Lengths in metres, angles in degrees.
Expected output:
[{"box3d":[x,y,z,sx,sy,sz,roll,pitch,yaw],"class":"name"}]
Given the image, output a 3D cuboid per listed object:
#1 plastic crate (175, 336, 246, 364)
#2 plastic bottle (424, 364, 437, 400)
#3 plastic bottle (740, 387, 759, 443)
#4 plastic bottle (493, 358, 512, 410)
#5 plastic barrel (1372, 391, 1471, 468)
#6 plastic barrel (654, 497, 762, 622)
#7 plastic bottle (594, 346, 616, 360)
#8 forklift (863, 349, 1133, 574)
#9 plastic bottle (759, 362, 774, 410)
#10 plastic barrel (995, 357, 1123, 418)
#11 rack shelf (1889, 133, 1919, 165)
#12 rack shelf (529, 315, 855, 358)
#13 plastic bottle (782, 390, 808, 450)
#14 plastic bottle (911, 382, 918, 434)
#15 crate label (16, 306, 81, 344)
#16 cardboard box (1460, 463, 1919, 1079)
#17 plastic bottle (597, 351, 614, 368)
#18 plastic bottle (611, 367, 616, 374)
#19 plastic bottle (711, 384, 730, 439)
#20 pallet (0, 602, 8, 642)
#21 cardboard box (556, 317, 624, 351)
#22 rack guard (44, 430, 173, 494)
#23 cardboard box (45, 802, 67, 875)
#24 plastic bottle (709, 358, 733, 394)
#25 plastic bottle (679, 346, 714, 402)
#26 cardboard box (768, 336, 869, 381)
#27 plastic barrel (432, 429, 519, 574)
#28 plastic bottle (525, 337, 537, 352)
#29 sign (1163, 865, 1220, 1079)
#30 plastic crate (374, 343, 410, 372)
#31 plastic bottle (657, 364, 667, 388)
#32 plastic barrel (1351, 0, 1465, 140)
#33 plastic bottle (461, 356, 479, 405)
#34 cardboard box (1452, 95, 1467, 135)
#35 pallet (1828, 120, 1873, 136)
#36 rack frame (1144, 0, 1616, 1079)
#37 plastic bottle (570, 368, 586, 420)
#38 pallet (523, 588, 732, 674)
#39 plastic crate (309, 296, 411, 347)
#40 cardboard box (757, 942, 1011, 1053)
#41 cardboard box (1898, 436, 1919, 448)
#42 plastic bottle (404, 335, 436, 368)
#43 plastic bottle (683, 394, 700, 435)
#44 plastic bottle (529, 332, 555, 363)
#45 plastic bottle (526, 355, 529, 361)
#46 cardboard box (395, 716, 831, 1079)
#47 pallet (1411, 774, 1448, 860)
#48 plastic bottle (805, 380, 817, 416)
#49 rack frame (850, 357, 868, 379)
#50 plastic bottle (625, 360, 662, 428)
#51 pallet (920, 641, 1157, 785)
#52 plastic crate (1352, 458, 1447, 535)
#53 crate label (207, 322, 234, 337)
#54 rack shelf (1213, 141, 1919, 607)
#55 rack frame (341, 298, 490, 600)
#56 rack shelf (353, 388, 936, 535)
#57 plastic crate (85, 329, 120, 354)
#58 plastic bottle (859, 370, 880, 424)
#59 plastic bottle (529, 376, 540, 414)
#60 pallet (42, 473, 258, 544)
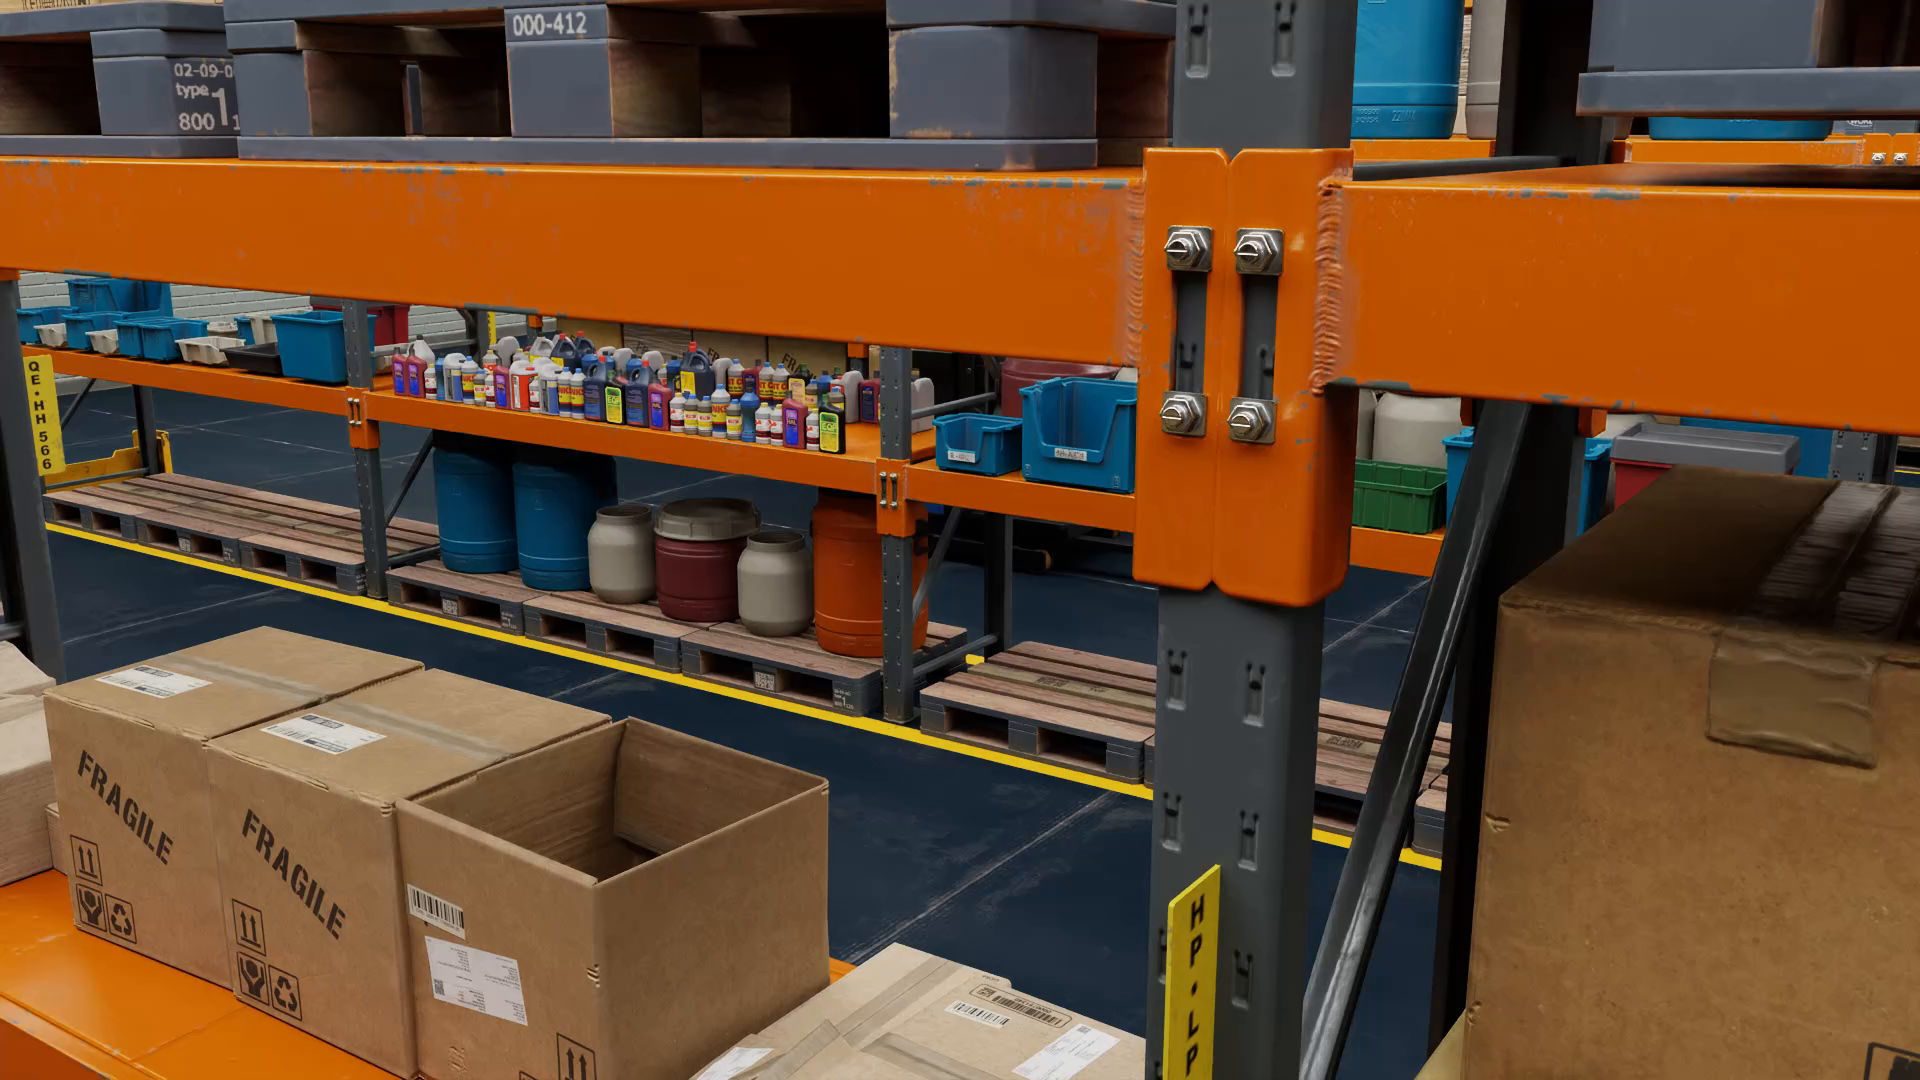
[{"box3d":[-4.982,-1.264,11.109,0.466,0.136,0.293,9,17,33],"class":"plastic crate"},{"box3d":[-3.086,-0.929,9.745,0.097,0.201,0.097,0,14,0],"class":"plastic bottle"},{"box3d":[-1.062,-0.635,8.415,0.097,0.271,0.097,0,14,0],"class":"plastic bottle"},{"box3d":[-2.566,-0.879,9.374,0.133,0.283,0.061,9,17,33],"class":"plastic bottle"},{"box3d":[1.989,-0.452,7.126,0.433,0.535,0.433,0,14,0],"class":"plastic barrel"},{"box3d":[-1.403,0.101,9.319,0.708,0.588,0.600,9,17,33],"class":"plastic barrel"},{"box3d":[-2.140,-1.024,9.974,0.135,0.276,0.152,9,17,33],"class":"plastic bottle"},{"box3d":[0.537,-1.344,11.152,3.031,2.935,1.130,8,16,30],"class":"forklift"},{"box3d":[-1.076,-0.857,9.312,0.097,0.271,0.097,0,14,0],"class":"plastic bottle"},{"box3d":[0.504,-0.717,8.193,0.708,0.536,0.600,9,17,33],"class":"plastic barrel"},{"box3d":[4.929,-0.955,4.692,4.000,0.370,1.077,9,17,33],"class":"rack shelf"},{"box3d":[-2.264,-2.096,15.543,4.000,0.370,1.077,9,17,33],"class":"rack shelf"},{"box3d":[-0.815,-0.596,8.231,0.133,0.283,0.061,9,17,33],"class":"plastic bottle"},{"box3d":[-0.314,-0.684,8.604,0.135,0.276,0.152,9,17,33],"class":"plastic bottle"},{"box3d":[-6.667,-1.574,12.165,0.303,0.233,0.416,9,17,33],"class":"crate label"},{"box3d":[0.873,0.251,1.659,0.500,0.500,0.700,9,17,33],"class":"cardboard box"},{"box3d":[-2.083,-0.976,9.791,0.097,0.271,0.097,0,14,0],"class":"plastic bottle"},{"box3d":[-1.914,-0.815,9.140,0.097,0.271,0.097,0,14,0],"class":"plastic bottle"},{"box3d":[-1.224,-0.662,8.521,0.097,0.271,0.097,0,14,0],"class":"plastic bottle"},{"box3d":[-3.419,0.351,4.563,1.003,0.211,1.213,9,17,33],"class":"pallet"},{"box3d":[-3.348,-1.816,16.463,0.875,0.875,0.875,9,17,33],"class":"cardboard box"},{"box3d":[-6.715,-0.513,12.854,0.348,0.500,1.175,9,17,33],"class":"rack guard"},{"box3d":[-1.728,0.616,3.614,0.250,0.149,0.380,11,17,37],"class":"cardboard box"},{"box3d":[-1.379,-0.901,9.478,0.135,0.276,0.152,9,17,33],"class":"plastic bottle"},{"box3d":[-1.483,-0.911,9.363,0.185,0.351,0.144,9,17,33],"class":"plastic bottle"},{"box3d":[-1.108,-1.453,15.000,0.875,0.875,0.875,9,17,33],"class":"cardboard box"},{"box3d":[-2.927,-0.298,10.277,0.708,0.901,0.600,9,17,33],"class":"plastic barrel"},{"box3d":[-2.644,-1.122,10.356,0.133,0.283,0.061,9,17,33],"class":"plastic bottle"},{"box3d":[0.207,0.457,1.490,0.005,0.325,0.100,9,17,33],"class":"sign"},{"box3d":[-3.676,-1.181,10.775,0.243,0.136,0.396,9,17,33],"class":"plastic crate"},{"box3d":[-1.724,-0.928,9.744,0.097,0.201,0.097,0,14,0],"class":"plastic bottle"},{"box3d":[1.641,-2.016,6.438,0.708,0.901,0.600,9,17,33],"class":"plastic barrel"},{"box3d":[-2.813,-0.918,9.558,0.097,0.271,0.097,0,14,0],"class":"plastic bottle"},{"box3d":[3.388,-2.841,11.126,0.500,0.250,0.500,10,17,34],"class":"cardboard box"},{"box3d":[5.581,-2.573,10.121,1.003,0.211,1.213,9,17,33],"class":"pallet"},{"box3d":[0.502,0.871,2.062,0.127,3.000,1.000,9,17,33],"class":"rack frame"},{"box3d":[-2.075,-0.799,9.077,0.097,0.271,0.097,0,14,0],"class":"plastic bottle"},{"box3d":[-1.736,0.440,9.607,1.213,0.211,1.003,9,17,33],"class":"pallet"},{"box3d":[-3.970,-1.419,11.055,0.583,0.464,0.402,9,17,33],"class":"plastic crate"},{"box3d":[-0.120,0.833,2.737,0.250,0.149,0.380,9,17,33],"class":"cardboard box"},{"box3d":[8.320,-1.256,14.463,0.750,0.750,1.050,9,17,33],"class":"cardboard box"},{"box3d":[-3.224,-1.048,9.916,0.185,0.351,0.144,9,17,33],"class":"plastic bottle"},{"box3d":[-1.385,-0.654,8.635,0.097,0.201,0.097,0,14,0],"class":"plastic bottle"},{"box3d":[-2.504,-1.078,10.039,0.185,0.351,0.144,9,17,33],"class":"plastic bottle"},{"box3d":[-2.613,-1.028,10.146,0.097,0.201,0.097,0,14,0],"class":"plastic bottle"},{"box3d":[-0.564,0.646,2.765,0.500,0.500,0.500,11,17,37],"class":"cardboard box"},{"box3d":[2.596,1.140,6.779,1.213,0.211,1.003,9,17,33],"class":"pallet"},{"box3d":[-0.804,-0.780,9.143,0.097,0.201,0.097,0,14,0],"class":"plastic bottle"},{"box3d":[-0.605,-2.177,14.373,0.127,3.000,1.000,9,17,33],"class":"rack frame"},{"box3d":[-1.681,-0.781,8.837,0.185,0.351,0.144,9,17,33],"class":"plastic bottle"},{"box3d":[0.571,0.813,8.101,1.213,0.211,1.003,9,17,33],"class":"pallet"},{"box3d":[1.666,-0.190,6.791,0.662,0.188,0.450,9,17,33],"class":"plastic crate"},{"box3d":[-5.433,-1.479,11.979,0.243,0.136,0.396,9,17,33],"class":"crate label"},{"box3d":[2.161,0.032,0.705,4.000,0.370,1.077,9,17,33],"class":"rack shelf"},{"box3d":[-3.369,-1.189,10.384,0.127,3.000,1.000,9,17,33],"class":"rack frame"},{"box3d":[-1.710,-0.572,9.387,4.000,0.370,1.077,9,17,33],"class":"rack shelf"},{"box3d":[-5.884,-1.377,11.568,0.298,0.136,0.250,9,17,33],"class":"plastic crate"},{"box3d":[-0.476,-0.772,8.940,0.133,0.283,0.061,9,17,33],"class":"plastic bottle"},{"box3d":[-2.348,-0.809,9.263,0.097,0.201,0.097,0,14,0],"class":"plastic bottle"},{"box3d":[-6.026,-0.253,12.408,1.213,0.211,1.003,9,17,33],"class":"pallet"}]
